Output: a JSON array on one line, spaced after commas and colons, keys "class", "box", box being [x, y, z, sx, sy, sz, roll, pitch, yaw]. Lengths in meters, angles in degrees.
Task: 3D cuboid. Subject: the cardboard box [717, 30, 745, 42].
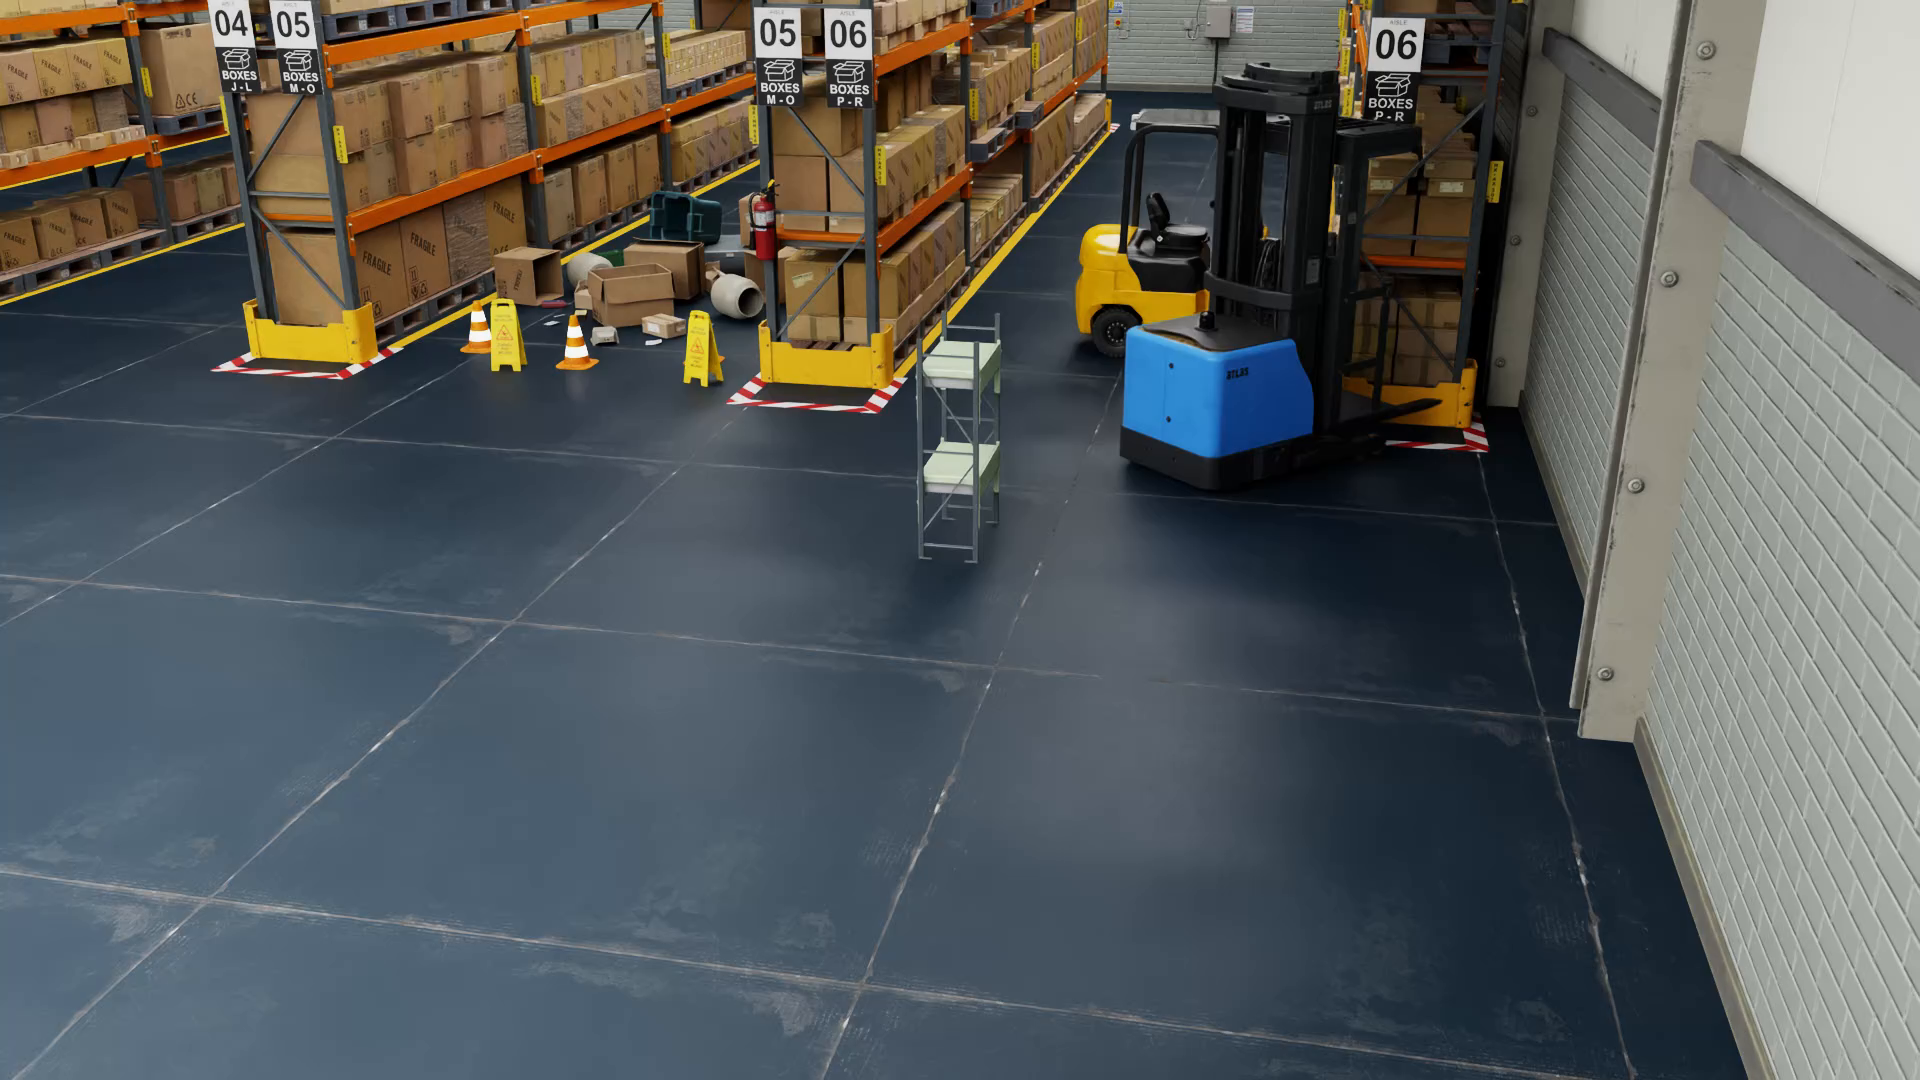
[{"class": "cardboard box", "box": [-3.514, -7.718, 25.481, 0.380, 0.149, 0.250, 5, 23, 13]}]

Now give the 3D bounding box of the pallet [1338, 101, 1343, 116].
[{"class": "pallet", "box": [5.357, -5.510, 21.276, 1.213, 0.211, 1.003, 4, 22, 11]}]

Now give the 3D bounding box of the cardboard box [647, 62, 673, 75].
[{"class": "cardboard box", "box": [-4.144, -6.441, 22.706, 0.380, 0.149, 0.250, 5, 23, 13]}]

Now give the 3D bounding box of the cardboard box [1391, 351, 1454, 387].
[{"class": "cardboard box", "box": [3.946, -1.504, 14.191, 0.500, 0.250, 0.500, 5, 22, 11]}]

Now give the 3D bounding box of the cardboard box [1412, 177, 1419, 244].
[{"class": "cardboard box", "box": [4.112, -2.818, 14.203, 0.500, 0.500, 0.500, 5, 23, 13]}]

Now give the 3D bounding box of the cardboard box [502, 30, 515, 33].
[{"class": "cardboard box", "box": [-7.901, -8.883, 28.193, 0.500, 0.500, 0.500, 4, 22, 9]}]

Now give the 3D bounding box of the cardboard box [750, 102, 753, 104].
[{"class": "cardboard box", "box": [-3.654, -7.207, 27.691, 0.380, 0.149, 0.250, 3, 22, 8]}]

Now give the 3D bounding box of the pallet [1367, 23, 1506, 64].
[{"class": "pallet", "box": [3.824, -4.027, 13.440, 1.003, 0.211, 1.213, 4, 22, 11]}]

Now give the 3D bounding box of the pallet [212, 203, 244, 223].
[{"class": "pallet", "box": [-9.686, -4.454, 22.130, 1.003, 0.211, 1.213, 4, 22, 11]}]

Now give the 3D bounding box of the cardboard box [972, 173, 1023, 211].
[{"class": "cardboard box", "box": [0.302, -4.493, 21.449, 0.950, 0.372, 0.625, 3, 22, 7]}]

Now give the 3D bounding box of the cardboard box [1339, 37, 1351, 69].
[{"class": "cardboard box", "box": [5.786, -6.890, 23.750, 0.700, 0.500, 0.500, 5, 22, 12]}]

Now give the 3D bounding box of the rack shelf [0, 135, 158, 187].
[{"class": "rack shelf", "box": [-10.499, -3.950, 18.109, 1.077, 0.370, 4.000, 4, 22, 11]}]

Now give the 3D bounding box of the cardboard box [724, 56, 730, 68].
[{"class": "cardboard box", "box": [-3.667, -7.166, 24.906, 0.380, 0.149, 0.250, 3, 22, 8]}]

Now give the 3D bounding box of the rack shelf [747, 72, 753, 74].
[{"class": "rack shelf", "box": [-3.215, -7.924, 27.975, 1.077, 0.370, 4.000, 4, 22, 11]}]

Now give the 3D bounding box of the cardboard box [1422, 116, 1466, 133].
[{"class": "cardboard box", "box": [4.507, -3.852, 15.503, 0.380, 0.149, 0.250, 4, 22, 10]}]

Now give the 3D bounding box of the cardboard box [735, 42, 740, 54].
[{"class": "cardboard box", "box": [-3.564, -7.485, 25.300, 0.380, 0.149, 0.250, 5, 22, 11]}]

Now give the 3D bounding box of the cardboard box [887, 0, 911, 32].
[{"class": "cardboard box", "box": [-0.730, -4.604, 14.557, 0.500, 0.250, 0.500, 4, 22, 10]}]

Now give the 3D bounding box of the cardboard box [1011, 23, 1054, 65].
[{"class": "cardboard box", "box": [0.980, -6.765, 22.663, 0.500, 0.500, 0.500, 5, 22, 12]}]

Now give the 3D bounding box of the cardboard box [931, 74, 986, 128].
[{"class": "cardboard box", "box": [-0.013, -4.788, 18.134, 0.500, 0.500, 0.500, 5, 22, 12]}]

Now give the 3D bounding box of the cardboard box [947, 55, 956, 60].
[{"class": "cardboard box", "box": [-0.093, -5.569, 20.072, 0.500, 0.500, 0.500, 5, 22, 12]}]

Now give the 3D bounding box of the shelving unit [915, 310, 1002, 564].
[{"class": "shelving unit", "box": [-0.001, -0.693, 11.067, 0.431, 1.500, 0.755, 4, 22, 11]}]

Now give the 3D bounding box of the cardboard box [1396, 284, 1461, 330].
[{"class": "cardboard box", "box": [3.938, -1.964, 13.996, 0.500, 0.250, 0.500, 4, 22, 10]}]

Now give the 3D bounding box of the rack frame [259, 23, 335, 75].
[{"class": "rack frame", "box": [-9.274, -6.478, 23.423, 1.000, 3.000, 0.127, 4, 22, 11]}]

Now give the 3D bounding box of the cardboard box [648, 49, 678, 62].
[{"class": "cardboard box", "box": [-4.103, -6.670, 22.877, 0.380, 0.149, 0.250, 4, 22, 9]}]

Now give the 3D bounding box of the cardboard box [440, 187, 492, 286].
[{"class": "cardboard box", "box": [-5.633, -3.255, 17.702, 0.875, 0.875, 0.875, 5, 22, 11]}]

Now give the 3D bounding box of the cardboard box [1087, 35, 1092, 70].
[{"class": "cardboard box", "box": [1.810, -7.749, 26.444, 0.500, 0.500, 0.500, 5, 22, 11]}]

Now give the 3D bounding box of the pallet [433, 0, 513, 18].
[{"class": "pallet", "box": [-5.433, -5.652, 17.475, 1.003, 0.211, 1.213, 4, 22, 11]}]

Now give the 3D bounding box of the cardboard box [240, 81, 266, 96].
[{"class": "cardboard box", "box": [-9.350, -5.980, 21.804, 0.396, 0.266, 0.258, 4, 22, 9]}]

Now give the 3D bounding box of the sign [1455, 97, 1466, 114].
[{"class": "sign", "box": [5.015, -4.279, 16.699, 0.100, 0.325, 0.005, 4, 22, 11]}]

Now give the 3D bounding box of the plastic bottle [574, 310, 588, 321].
[{"class": "plastic bottle", "box": [-3.875, -2.303, 16.990, 0.133, 0.061, 0.283, -3, 22, -8]}]

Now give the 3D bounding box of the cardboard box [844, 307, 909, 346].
[{"class": "cardboard box", "box": [-0.770, -1.990, 15.398, 0.500, 0.250, 0.500, 4, 22, 10]}]

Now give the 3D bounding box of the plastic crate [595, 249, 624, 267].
[{"class": "plastic crate", "box": [-4.009, -3.159, 18.869, 0.450, 0.188, 0.662, 7, 21, 42]}]

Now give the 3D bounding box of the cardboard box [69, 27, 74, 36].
[{"class": "cardboard box", "box": [-17.266, -9.832, 31.618, 0.500, 0.500, 0.500, 5, 22, 11]}]

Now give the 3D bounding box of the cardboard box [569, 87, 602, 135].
[{"class": "cardboard box", "box": [-4.678, -5.186, 20.080, 0.500, 0.500, 0.500, 4, 22, 11]}]

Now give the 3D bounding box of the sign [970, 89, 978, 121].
[{"class": "sign", "box": [0.144, -4.623, 17.658, 0.100, 0.325, 0.005, 4, 22, 11]}]

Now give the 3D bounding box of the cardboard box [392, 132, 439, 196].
[{"class": "cardboard box", "box": [-5.712, -3.744, 16.434, 0.875, 0.550, 0.550, 4, 22, 11]}]

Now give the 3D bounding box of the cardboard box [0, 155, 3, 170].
[{"class": "cardboard box", "box": [-10.367, -3.979, 17.555, 0.380, 0.149, 0.250, 4, 22, 11]}]

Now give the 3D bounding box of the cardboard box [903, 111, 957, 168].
[{"class": "cardboard box", "box": [-0.335, -4.074, 16.922, 0.500, 0.500, 0.500, 5, 23, 13]}]

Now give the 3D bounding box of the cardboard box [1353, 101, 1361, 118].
[{"class": "cardboard box", "box": [4.115, -4.274, 16.550, 0.380, 0.149, 0.250, 5, 22, 12]}]

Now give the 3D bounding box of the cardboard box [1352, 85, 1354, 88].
[{"class": "cardboard box", "box": [4.681, -5.126, 19.064, 0.380, 0.149, 0.250, 5, 22, 12]}]

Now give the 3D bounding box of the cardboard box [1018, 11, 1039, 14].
[{"class": "cardboard box", "box": [0.872, -7.557, 24.629, 0.500, 0.500, 0.500, 5, 22, 12]}]

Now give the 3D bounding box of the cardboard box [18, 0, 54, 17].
[{"class": "cardboard box", "box": [-10.144, -5.773, 17.859, 0.500, 0.250, 0.500, 4, 22, 11]}]

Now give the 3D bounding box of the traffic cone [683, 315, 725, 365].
[{"class": "traffic cone", "box": [-2.380, -1.876, 15.391, 0.336, 0.463, 0.334, 4, 22, 11]}]

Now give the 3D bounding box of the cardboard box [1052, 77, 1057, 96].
[{"class": "cardboard box", "box": [1.071, -6.374, 23.366, 0.500, 0.250, 0.500, 4, 22, 11]}]

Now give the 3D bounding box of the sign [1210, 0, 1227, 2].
[{"class": "sign", "box": [5.202, -10.962, 33.451, 0.339, 0.242, 0.001, 4, 22, 11]}]

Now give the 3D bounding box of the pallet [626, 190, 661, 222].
[{"class": "pallet", "box": [-4.674, -4.487, 22.212, 1.003, 0.211, 1.213, 4, 22, 11]}]

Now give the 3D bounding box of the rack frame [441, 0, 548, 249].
[{"class": "rack frame", "box": [-5.256, -4.600, 18.760, 1.000, 3.000, 0.127, 4, 22, 11]}]

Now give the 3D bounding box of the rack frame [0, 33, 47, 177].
[{"class": "rack frame", "box": [-14.123, -6.856, 24.361, 1.000, 3.000, 0.127, 4, 22, 11]}]

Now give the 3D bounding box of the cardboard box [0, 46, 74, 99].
[{"class": "cardboard box", "box": [-10.117, -5.112, 18.161, 0.500, 0.500, 0.500, 4, 22, 11]}]

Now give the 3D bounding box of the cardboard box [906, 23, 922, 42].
[{"class": "cardboard box", "box": [-0.560, -4.641, 15.183, 0.380, 0.149, 0.250, 5, 22, 12]}]

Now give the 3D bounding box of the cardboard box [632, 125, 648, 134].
[{"class": "cardboard box", "box": [-4.557, -5.716, 23.312, 0.500, 0.250, 0.500, 4, 22, 10]}]

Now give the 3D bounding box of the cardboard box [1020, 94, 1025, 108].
[{"class": "cardboard box", "box": [0.599, -5.464, 20.679, 0.380, 0.149, 0.250, 4, 22, 10]}]

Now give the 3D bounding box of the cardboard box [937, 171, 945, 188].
[{"class": "cardboard box", "box": [-0.360, -3.631, 16.689, 0.380, 0.149, 0.250, 4, 22, 10]}]

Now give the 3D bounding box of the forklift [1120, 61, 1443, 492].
[{"class": "forklift", "box": [2.721, -2.130, 12.718, 3.031, 2.935, 1.130, -15, 26, -33]}]

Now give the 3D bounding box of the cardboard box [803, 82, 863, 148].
[{"class": "cardboard box", "box": [-1.204, -3.833, 14.985, 0.700, 0.500, 0.500, 5, 22, 11]}]
